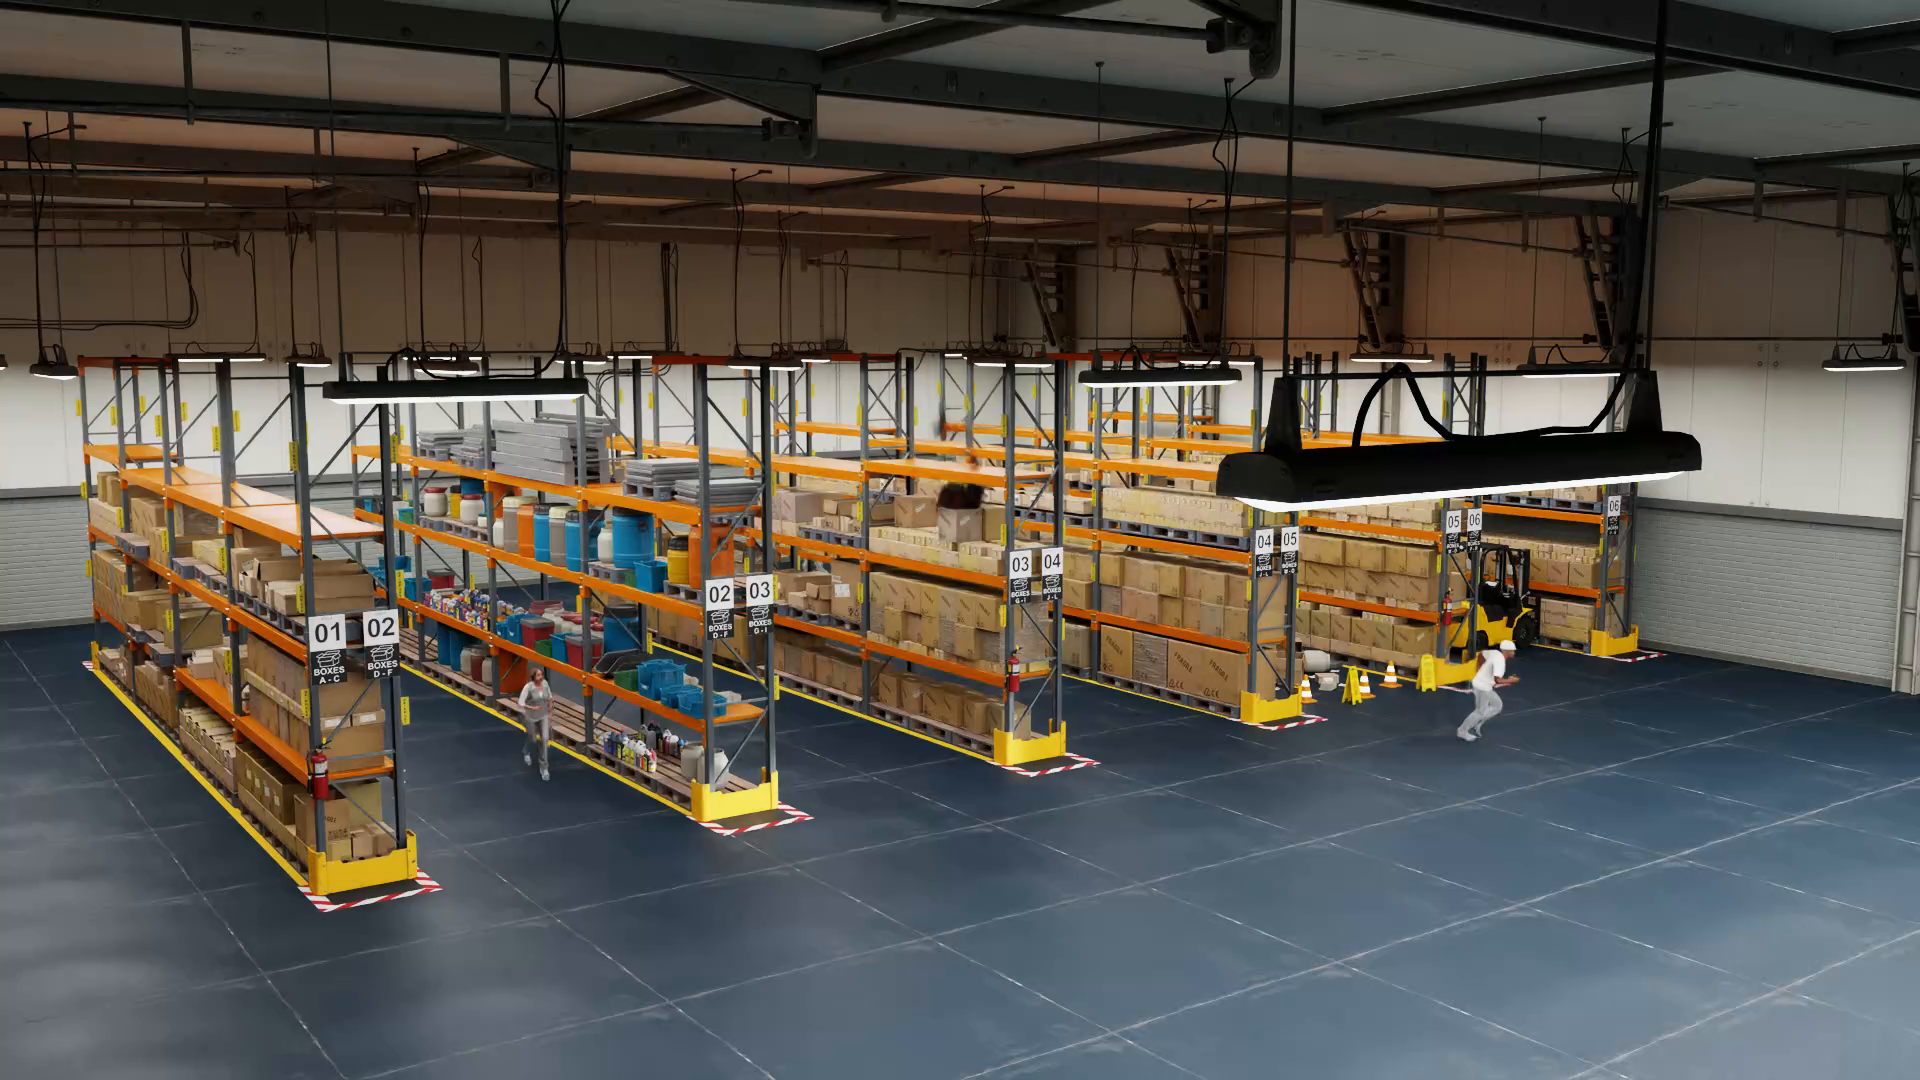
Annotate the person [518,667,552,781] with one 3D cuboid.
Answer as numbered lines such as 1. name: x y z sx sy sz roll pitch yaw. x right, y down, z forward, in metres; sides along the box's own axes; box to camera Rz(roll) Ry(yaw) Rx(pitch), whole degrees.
1. person: -6.157 2.617 24.170 0.541 1.609 0.912 -5 9 -36

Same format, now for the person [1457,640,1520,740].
1. person: 8.339 2.351 26.246 0.914 1.592 0.739 1 7 12

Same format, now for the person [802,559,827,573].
1. person: -3.684 0.376 42.013 0.883 1.840 0.581 -4 8 -31
